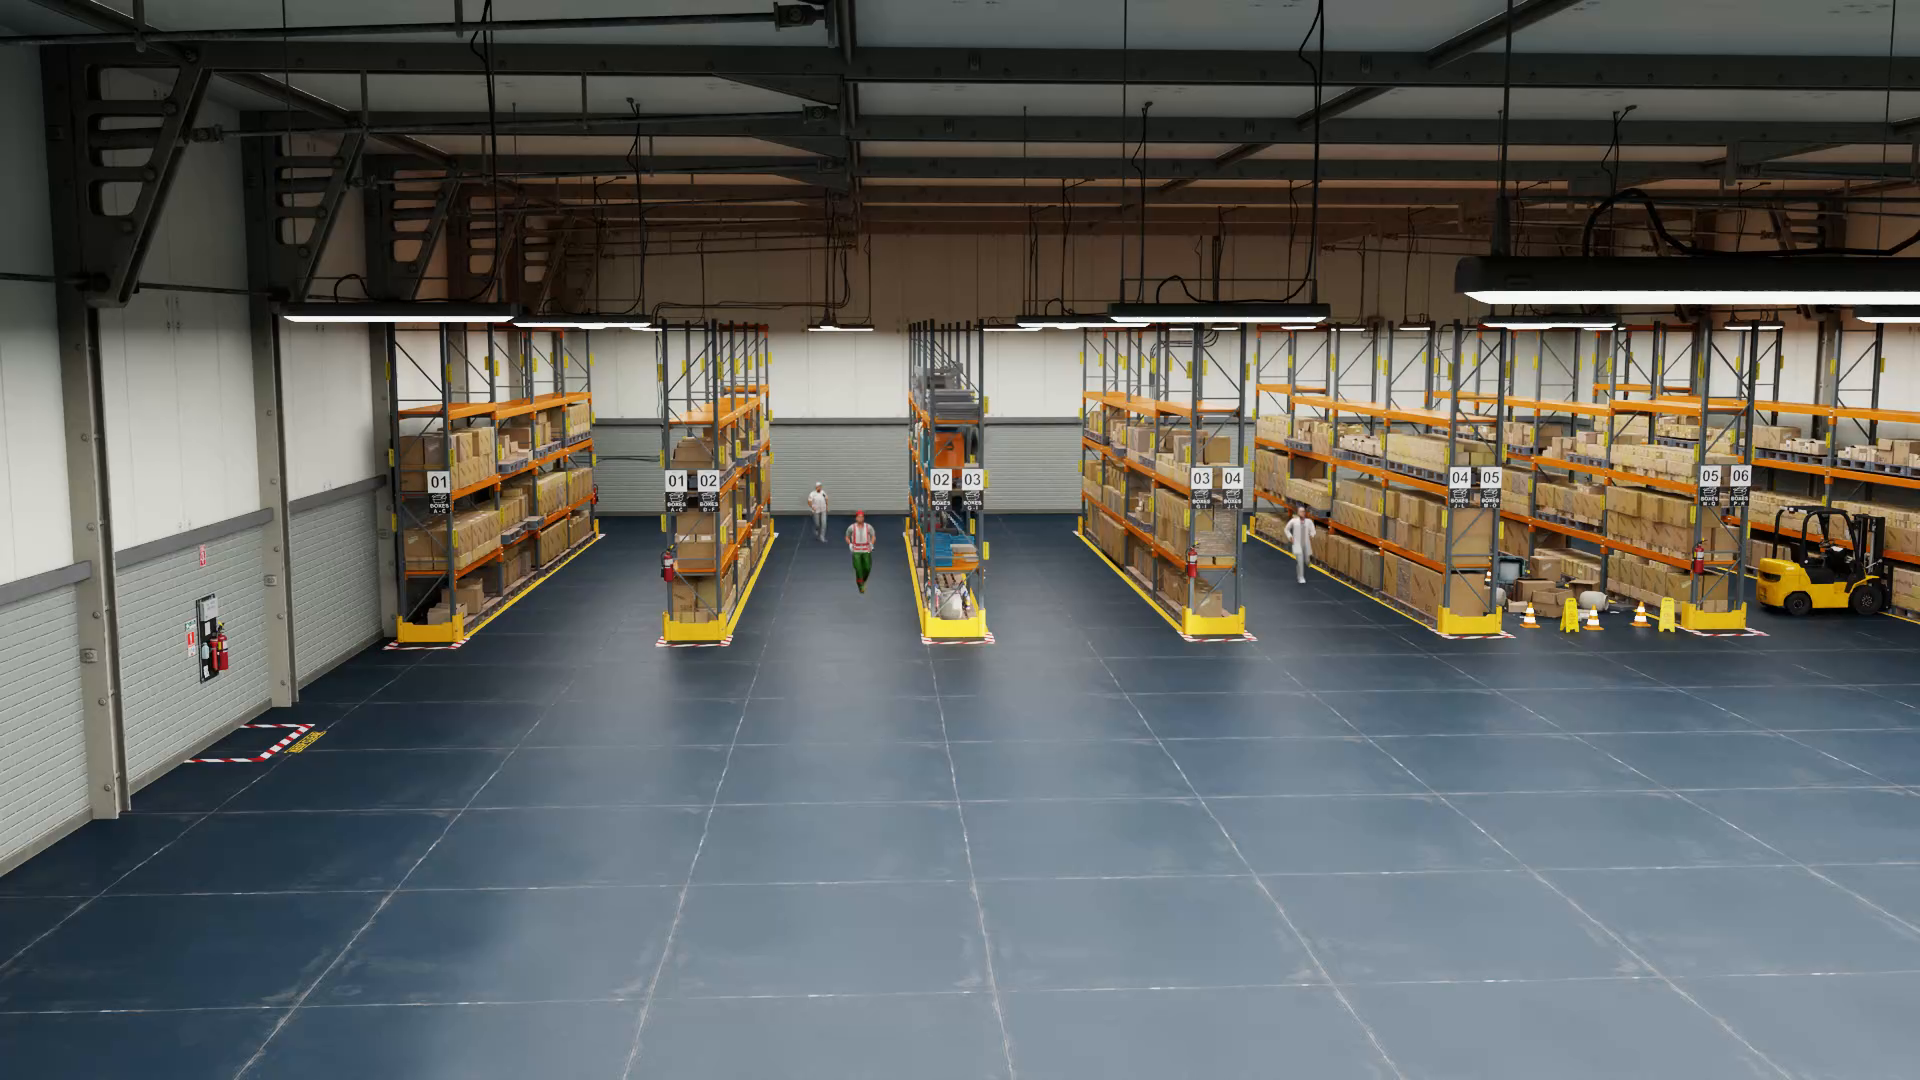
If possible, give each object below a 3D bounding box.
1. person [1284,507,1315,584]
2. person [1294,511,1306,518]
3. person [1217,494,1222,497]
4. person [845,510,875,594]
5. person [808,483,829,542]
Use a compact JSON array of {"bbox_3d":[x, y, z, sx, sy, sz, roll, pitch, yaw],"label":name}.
[{"bbox_3d":[7.877,0.220,38.502,0.716,1.515,0.835,-1,7,-4],"label":"person"},{"bbox_3d":[10.174,-1.197,49.386,0.534,1.658,0.590,1,7,5],"label":"person"},{"bbox_3d":[7.216,-0.809,46.116,0.733,1.715,0.617,1,7,7],"label":"person"},{"bbox_3d":[-2.077,0.255,34.910,0.636,1.753,0.538,-1,7,-10],"label":"person"},{"bbox_3d":[-3.932,-0.780,46.308,0.618,1.650,0.702,-2,7,-18],"label":"person"}]
